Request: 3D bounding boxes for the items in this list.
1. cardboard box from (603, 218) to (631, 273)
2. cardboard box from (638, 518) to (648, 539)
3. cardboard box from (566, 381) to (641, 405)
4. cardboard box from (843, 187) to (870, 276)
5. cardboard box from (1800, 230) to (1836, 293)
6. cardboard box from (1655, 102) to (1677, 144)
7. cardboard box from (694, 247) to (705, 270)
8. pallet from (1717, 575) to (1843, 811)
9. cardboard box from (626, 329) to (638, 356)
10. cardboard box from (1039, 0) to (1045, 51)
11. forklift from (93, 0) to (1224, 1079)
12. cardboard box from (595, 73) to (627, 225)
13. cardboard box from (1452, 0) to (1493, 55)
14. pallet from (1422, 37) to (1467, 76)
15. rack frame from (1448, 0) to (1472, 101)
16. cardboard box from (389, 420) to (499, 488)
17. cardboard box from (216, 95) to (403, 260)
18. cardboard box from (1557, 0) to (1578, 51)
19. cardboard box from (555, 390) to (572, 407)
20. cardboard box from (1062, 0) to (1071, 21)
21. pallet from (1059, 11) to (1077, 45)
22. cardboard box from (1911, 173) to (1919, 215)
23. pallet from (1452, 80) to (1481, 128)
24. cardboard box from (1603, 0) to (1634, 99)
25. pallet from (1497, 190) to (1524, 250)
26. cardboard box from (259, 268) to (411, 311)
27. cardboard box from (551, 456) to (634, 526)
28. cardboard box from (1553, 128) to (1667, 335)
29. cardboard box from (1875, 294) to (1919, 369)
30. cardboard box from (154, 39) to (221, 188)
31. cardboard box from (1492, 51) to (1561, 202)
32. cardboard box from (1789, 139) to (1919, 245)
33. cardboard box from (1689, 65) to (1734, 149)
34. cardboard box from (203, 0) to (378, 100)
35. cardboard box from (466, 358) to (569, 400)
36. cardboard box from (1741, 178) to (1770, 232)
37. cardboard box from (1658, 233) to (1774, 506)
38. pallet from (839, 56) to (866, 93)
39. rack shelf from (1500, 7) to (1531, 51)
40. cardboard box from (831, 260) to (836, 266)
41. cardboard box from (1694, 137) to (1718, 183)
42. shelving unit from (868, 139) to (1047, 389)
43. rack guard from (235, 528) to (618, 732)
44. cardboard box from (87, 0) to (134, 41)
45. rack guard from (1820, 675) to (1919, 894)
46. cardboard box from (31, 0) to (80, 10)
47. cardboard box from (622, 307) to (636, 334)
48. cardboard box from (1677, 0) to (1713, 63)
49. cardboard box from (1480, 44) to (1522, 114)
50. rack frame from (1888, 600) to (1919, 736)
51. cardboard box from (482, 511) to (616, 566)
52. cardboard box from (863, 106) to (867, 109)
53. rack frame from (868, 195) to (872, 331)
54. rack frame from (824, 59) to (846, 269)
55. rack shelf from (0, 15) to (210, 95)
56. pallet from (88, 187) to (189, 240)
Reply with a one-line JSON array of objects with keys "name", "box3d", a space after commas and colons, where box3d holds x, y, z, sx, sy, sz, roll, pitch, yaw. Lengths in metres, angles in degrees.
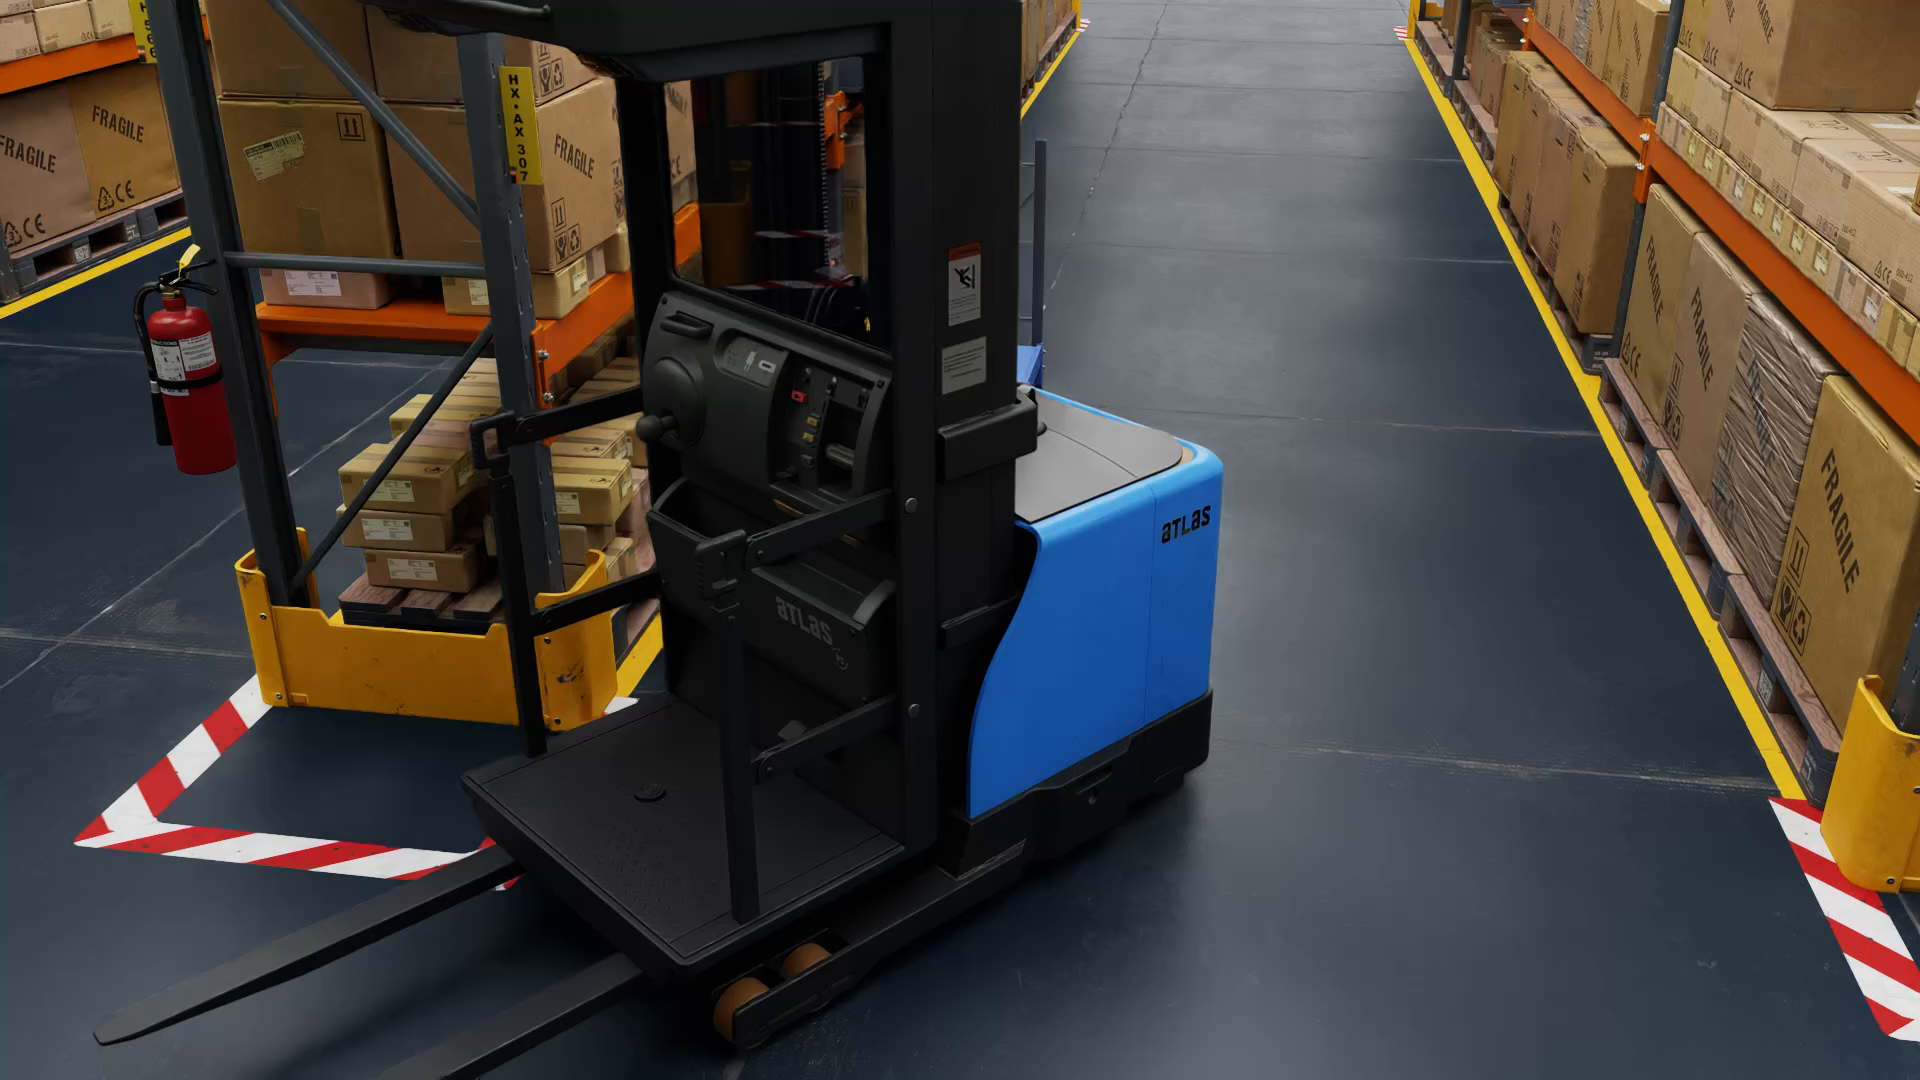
[{"name": "cardboard box", "box3d": [-1.299, -1.025, 5.698, 0.380, 0.149, 0.250, 3, 25, 7]}, {"name": "cardboard box", "box3d": [-1.376, -0.124, 6.343, 0.380, 0.149, 0.250, 4, 25, 9]}, {"name": "cardboard box", "box3d": [-1.299, -0.502, 6.449, 0.380, 0.149, 0.250, 3, 25, 6]}, {"name": "cardboard box", "box3d": [-0.737, -1.830, 9.574, 0.500, 0.500, 0.500, 5, 26, 11]}, {"name": "cardboard box", "box3d": [3.003, -0.907, 5.447, 0.380, 0.149, 0.250, 3, 25, 7]}, {"name": "cardboard box", "box3d": [3.381, -1.881, 7.526, 0.380, 0.149, 0.250, 4, 25, 9]}, {"name": "cardboard box", "box3d": [-1.483, -1.409, 8.387, 0.380, 0.149, 0.250, 5, 26, 11]}, {"name": "pallet", "box3d": [3.157, 0.501, 5.431, 1.003, 0.211, 1.213, 4, 25, 9]}, {"name": "cardboard box", "box3d": [-1.210, -0.836, 7.163, 0.380, 0.149, 0.250, 4, 25, 9]}, {"name": "cardboard box", "box3d": [0.360, -5.313, 16.573, 0.875, 0.875, 0.875, 4, 25, 9]}, {"name": "forklift", "box3d": [-0.653, -0.329, 3.996, 3.031, 2.935, 1.130, -21, 33, -38]}, {"name": "cardboard box", "box3d": [-1.365, -1.382, 5.696, 0.500, 0.500, 0.500, 4, 25, 9]}, {"name": "cardboard box", "box3d": [5.280, -5.169, 16.707, 0.500, 0.500, 0.500, 2, 25, 4]}, {"name": "pallet", "box3d": [5.337, -4.973, 17.126, 1.003, 0.211, 1.213, 4, 25, 9]}, {"name": "rack frame", "box3d": [5.065, -5.441, 14.836, 1.000, 3.000, 0.127, 4, 25, 9]}, {"name": "cardboard box", "box3d": [-1.839, -0.317, 6.054, 0.380, 0.149, 0.250, 5, 25, 10]}, {"name": "cardboard box", "box3d": [-1.953, -1.194, 5.293, 0.500, 0.500, 0.500, 5, 25, 10]}, {"name": "cardboard box", "box3d": [3.901, -3.199, 9.927, 0.500, 0.500, 0.500, 4, 25, 8]}, {"name": "cardboard box", "box3d": [-1.813, -0.517, 6.833, 0.380, 0.149, 0.250, 4, 25, 9]}, {"name": "cardboard box", "box3d": [0.796, -6.440, 18.980, 0.875, 0.875, 0.875, 4, 25, 9]}, {"name": "pallet", "box3d": [0.788, -5.897, 19.099, 1.003, 0.211, 1.213, 4, 25, 9]}, {"name": "cardboard box", "box3d": [2.924, -1.051, 4.398, 0.500, 0.500, 0.500, 4, 25, 9]}, {"name": "pallet", "box3d": [4.939, -3.852, 14.731, 1.003, 0.211, 1.213, 4, 25, 9]}, {"name": "cardboard box", "box3d": [3.652, -2.561, 8.566, 0.500, 0.500, 0.500, 5, 26, 10]}, {"name": "pallet", "box3d": [4.208, -2.181, 11.160, 1.003, 0.211, 1.213, 4, 25, 9]}, {"name": "cardboard box", "box3d": [-1.998, -0.850, 5.324, 0.380, 0.149, 0.250, 4, 25, 9]}, {"name": "cardboard box", "box3d": [-1.352, -0.172, 5.745, 0.380, 0.149, 0.250, 3, 25, 6]}, {"name": "cardboard box", "box3d": [3.842, -1.592, 8.624, 1.225, 0.875, 0.875, 4, 25, 9]}, {"name": "cardboard box", "box3d": [2.878, -0.589, 4.766, 0.380, 0.149, 0.250, 4, 25, 9]}, {"name": "cardboard box", "box3d": [-5.710, -3.027, 11.689, 0.875, 0.875, 0.875, 4, 25, 9]}, {"name": "cardboard box", "box3d": [4.278, -2.709, 11.010, 1.225, 0.875, 0.875, 3, 25, 6]}, {"name": "cardboard box", "box3d": [3.088, -1.135, 5.463, 0.500, 0.250, 0.500, 3, 25, 7]}, {"name": "cardboard box", "box3d": [3.336, -1.776, 6.832, 0.500, 0.250, 0.500, 4, 25, 8]}, {"name": "cardboard box", "box3d": [-1.943, -1.650, 5.088, 0.500, 0.500, 0.500, 4, 25, 7]}, {"name": "cardboard box", "box3d": [-1.828, -0.654, 6.774, 0.380, 0.149, 0.250, 5, 26, 10]}, {"name": "cardboard box", "box3d": [3.128, -1.229, 6.133, 0.380, 0.149, 0.250, 3, 25, 7]}, {"name": "cardboard box", "box3d": [3.424, -0.676, 6.667, 0.875, 0.875, 0.875, 4, 25, 9]}, {"name": "pallet", "box3d": [-0.851, -2.704, 9.214, 1.003, 0.211, 1.213, 4, 25, 9]}, {"name": "rack shelf", "box3d": [4.738, -4.279, 13.201, 1.077, 0.370, 4.000, 4, 25, 9]}, {"name": "cardboard box", "box3d": [-0.857, -1.361, 8.636, 0.380, 0.149, 0.250, 5, 25, 10]}, {"name": "cardboard box", "box3d": [3.254, -1.550, 6.820, 0.380, 0.149, 0.250, 3, 25, 7]}, {"name": "shelving unit", "box3d": [0.014, -0.715, 6.508, 0.538, 1.500, 1.048, 4, 25, 9]}, {"name": "rack guard", "box3d": [-1.760, 0.292, 5.536, 1.175, 0.500, 0.348, 4, 25, 9]}, {"name": "cardboard box", "box3d": [-5.504, -3.309, 10.459, 0.500, 0.250, 0.500, 4, 25, 8]}, {"name": "rack guard", "box3d": [3.100, 0.720, 4.622, 1.175, 0.500, 0.348, 4, 25, 9]}, {"name": "cardboard box", "box3d": [-5.612, -3.325, 9.902, 0.500, 0.250, 0.500, 4, 25, 9]}, {"name": "cardboard box", "box3d": [-1.581, -0.968, 7.446, 0.380, 0.149, 0.250, 3, 25, 6]}, {"name": "cardboard box", "box3d": [3.427, -2.319, 7.107, 0.500, 0.500, 0.500, 4, 25, 9]}, {"name": "cardboard box", "box3d": [4.756, -3.821, 13.804, 0.700, 0.500, 0.500, 2, 25, 4]}, {"name": "rack frame", "box3d": [3.104, -0.422, 4.114, 1.000, 3.000, 0.127, 4, 25, 9]}, {"name": "cardboard box", "box3d": [-1.434, -0.043, 5.821, 0.380, 0.149, 0.250, 5, 26, 11]}, {"name": "cardboard box", "box3d": [-0.565, -2.605, 10.346, 0.500, 0.250, 0.500, 5, 26, 11]}, {"name": "rack frame", "box3d": [-0.069, -0.502, 6.054, 0.500, 1.500, 0.032, 4, 25, 9]}, {"name": "rack frame", "box3d": [-1.119, -2.481, 8.512, 1.000, 3.000, 0.127, 4, 25, 9]}, {"name": "rack shelf", "box3d": [-5.692, -3.292, 11.094, 1.077, 0.370, 4.000, 4, 25, 9]}, {"name": "pallet", "box3d": [-5.770, -2.358, 11.540, 1.003, 0.211, 1.213, 4, 25, 9]}]
